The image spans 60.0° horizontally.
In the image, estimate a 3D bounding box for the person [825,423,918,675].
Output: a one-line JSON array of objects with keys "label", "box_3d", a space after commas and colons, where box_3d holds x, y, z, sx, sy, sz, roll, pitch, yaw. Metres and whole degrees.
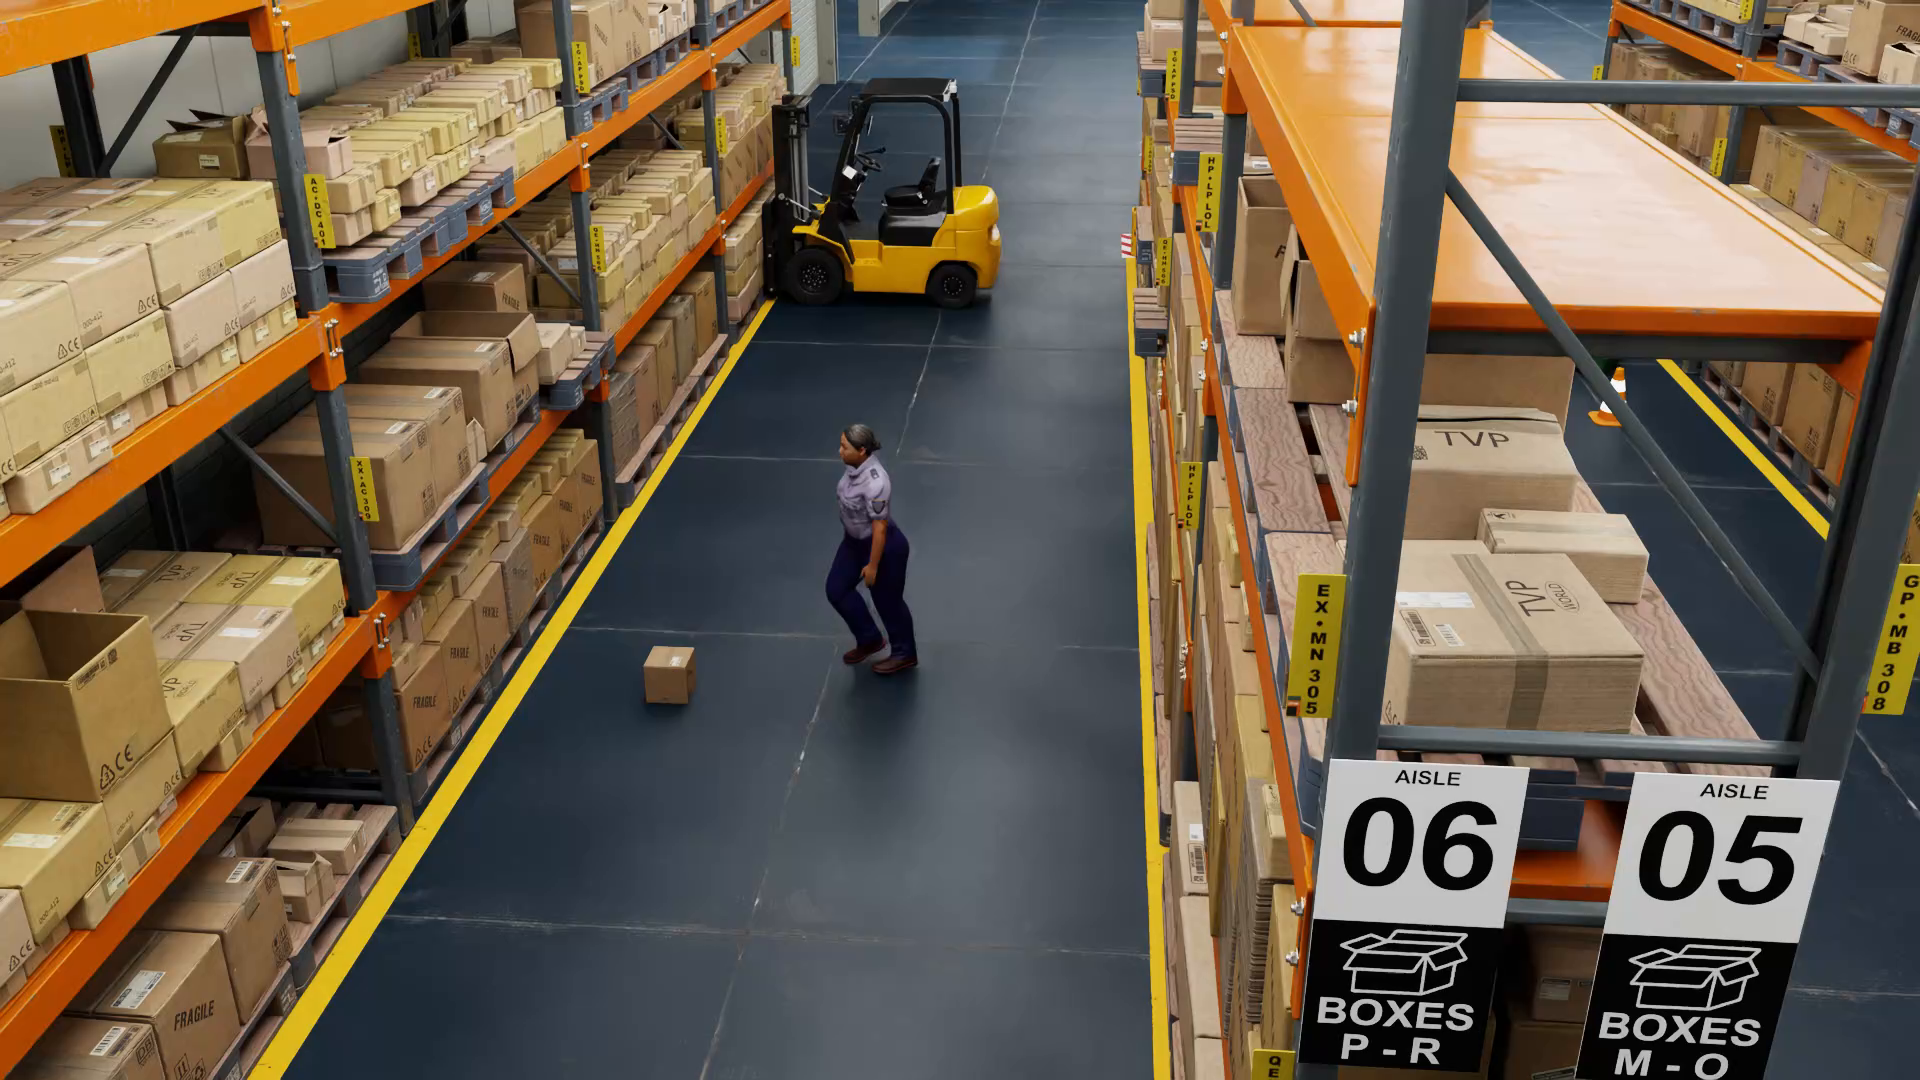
[{"label": "person", "box_3d": [-0.507, 0.057, 9.850, 0.500, 1.636, 0.491, -12, 27, -24]}]
